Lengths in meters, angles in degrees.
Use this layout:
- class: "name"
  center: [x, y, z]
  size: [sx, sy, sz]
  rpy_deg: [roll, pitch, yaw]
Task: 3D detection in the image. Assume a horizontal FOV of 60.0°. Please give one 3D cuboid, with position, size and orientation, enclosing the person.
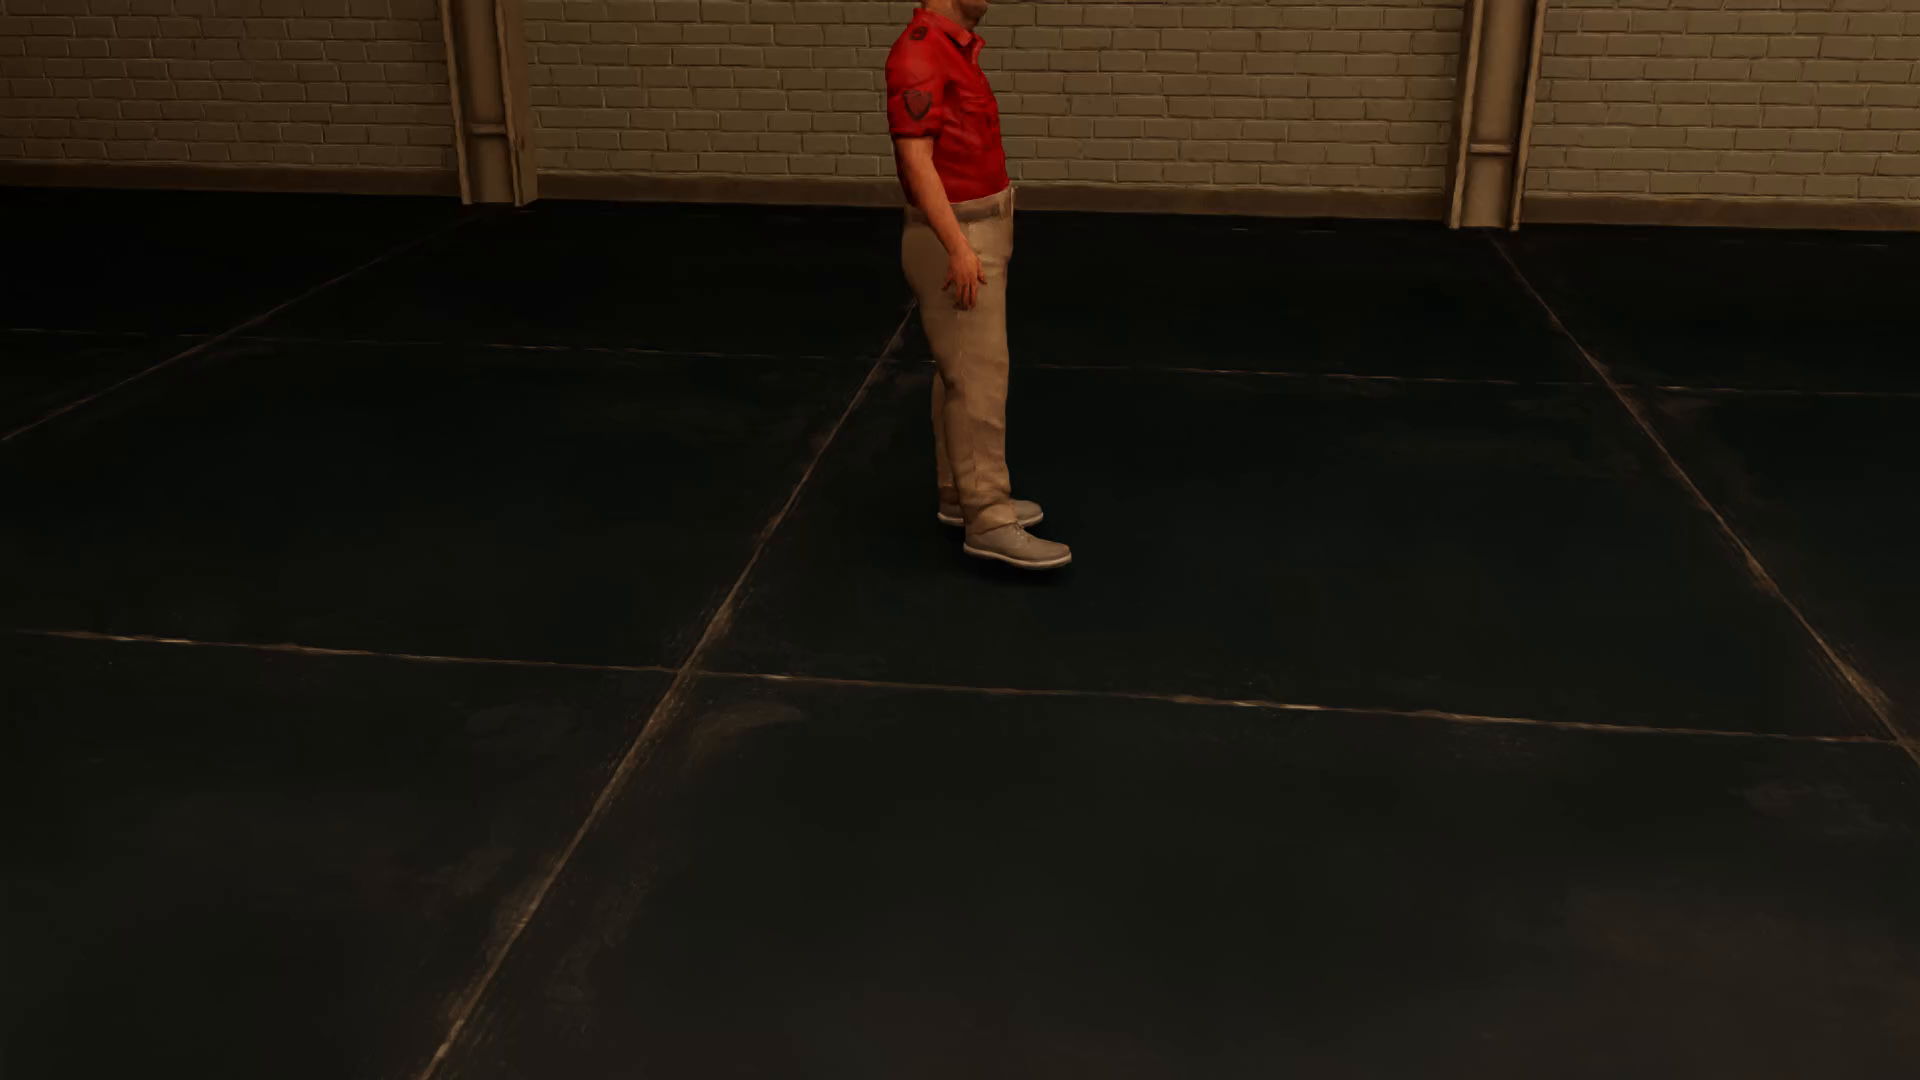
- class: "person"
  center: [0.087, -0.837, 4.815]
  size: [0.550, 1.726, 0.640]
  rpy_deg: [3, 22, 7]
